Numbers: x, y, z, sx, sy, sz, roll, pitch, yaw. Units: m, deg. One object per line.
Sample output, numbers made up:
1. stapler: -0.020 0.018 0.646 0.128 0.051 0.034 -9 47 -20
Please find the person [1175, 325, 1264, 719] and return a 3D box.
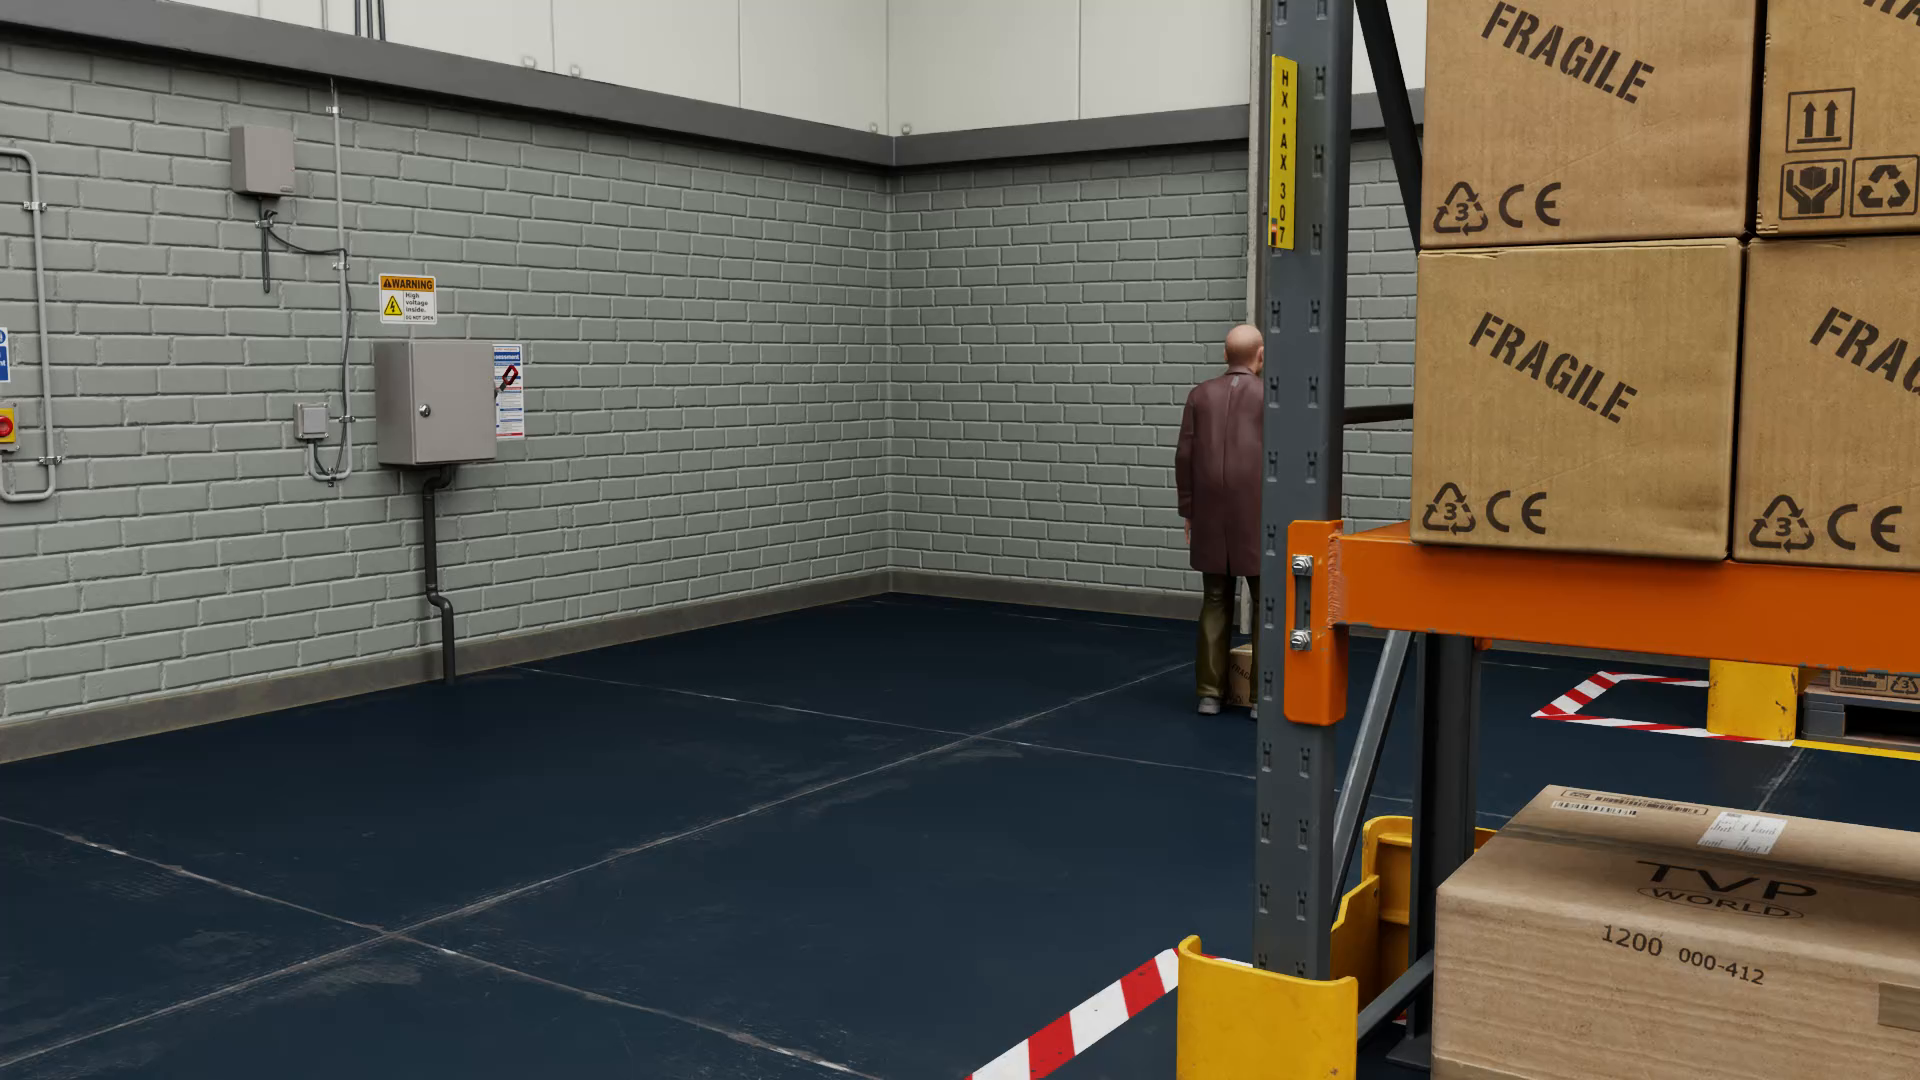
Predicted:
1. person: 1.285 -0.088 7.580 0.643 1.773 0.428 4 7 34
